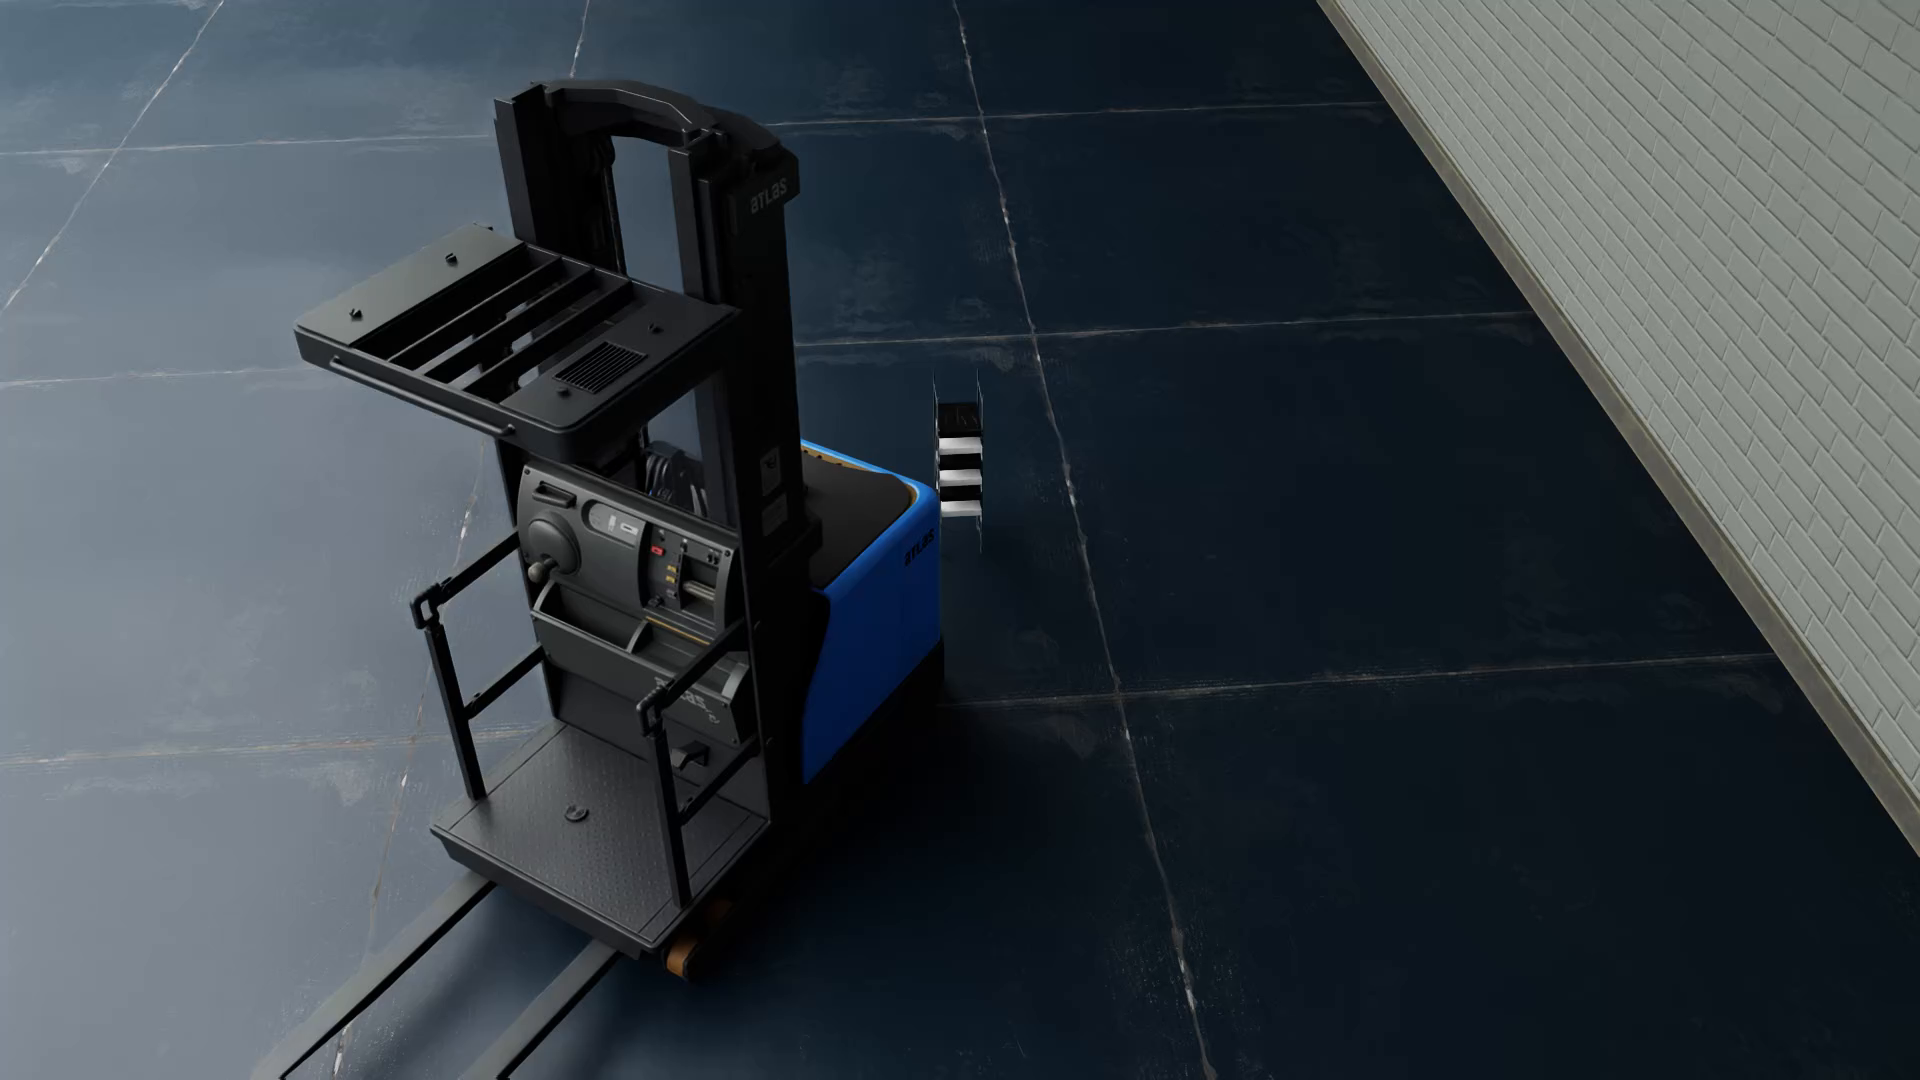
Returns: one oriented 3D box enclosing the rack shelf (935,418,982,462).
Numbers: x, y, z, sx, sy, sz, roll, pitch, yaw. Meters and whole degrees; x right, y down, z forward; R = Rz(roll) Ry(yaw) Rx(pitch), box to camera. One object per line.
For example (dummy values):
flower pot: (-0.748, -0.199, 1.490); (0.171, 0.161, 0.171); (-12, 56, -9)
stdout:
rack shelf: (-0.008, -0.468, 7.702); (0.200, 0.077, 0.258); (-3, 38, -4)

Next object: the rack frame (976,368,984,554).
rack frame: (0.093, -0.358, 7.800); (0.006, 0.900, 0.240); (-3, 38, -4)

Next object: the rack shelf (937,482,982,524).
rack shelf: (-0.008, -0.185, 7.925); (0.200, 0.077, 0.258); (-3, 38, -4)

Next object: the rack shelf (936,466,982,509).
rack shelf: (-0.008, -0.256, 7.869); (0.200, 0.077, 0.258); (-3, 38, -4)

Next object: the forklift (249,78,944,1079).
forklift: (-1.264, 0.111, 5.565); (1.130, 2.935, 3.031); (21, 43, 24)

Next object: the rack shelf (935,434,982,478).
rack shelf: (-0.008, -0.397, 7.758); (0.200, 0.077, 0.258); (-3, 38, -4)

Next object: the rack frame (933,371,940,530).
rack frame: (-0.109, -0.347, 7.786); (0.006, 0.900, 0.240); (-3, 38, -4)

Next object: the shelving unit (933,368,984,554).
shelving unit: (-0.008, -0.353, 7.793); (0.210, 0.900, 0.258); (-3, 38, -4)

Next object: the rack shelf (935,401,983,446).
rack shelf: (-0.008, -0.539, 7.646); (0.200, 0.077, 0.258); (-3, 38, -4)

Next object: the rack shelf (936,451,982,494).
rack shelf: (-0.008, -0.327, 7.813); (0.200, 0.077, 0.258); (-3, 38, -4)
